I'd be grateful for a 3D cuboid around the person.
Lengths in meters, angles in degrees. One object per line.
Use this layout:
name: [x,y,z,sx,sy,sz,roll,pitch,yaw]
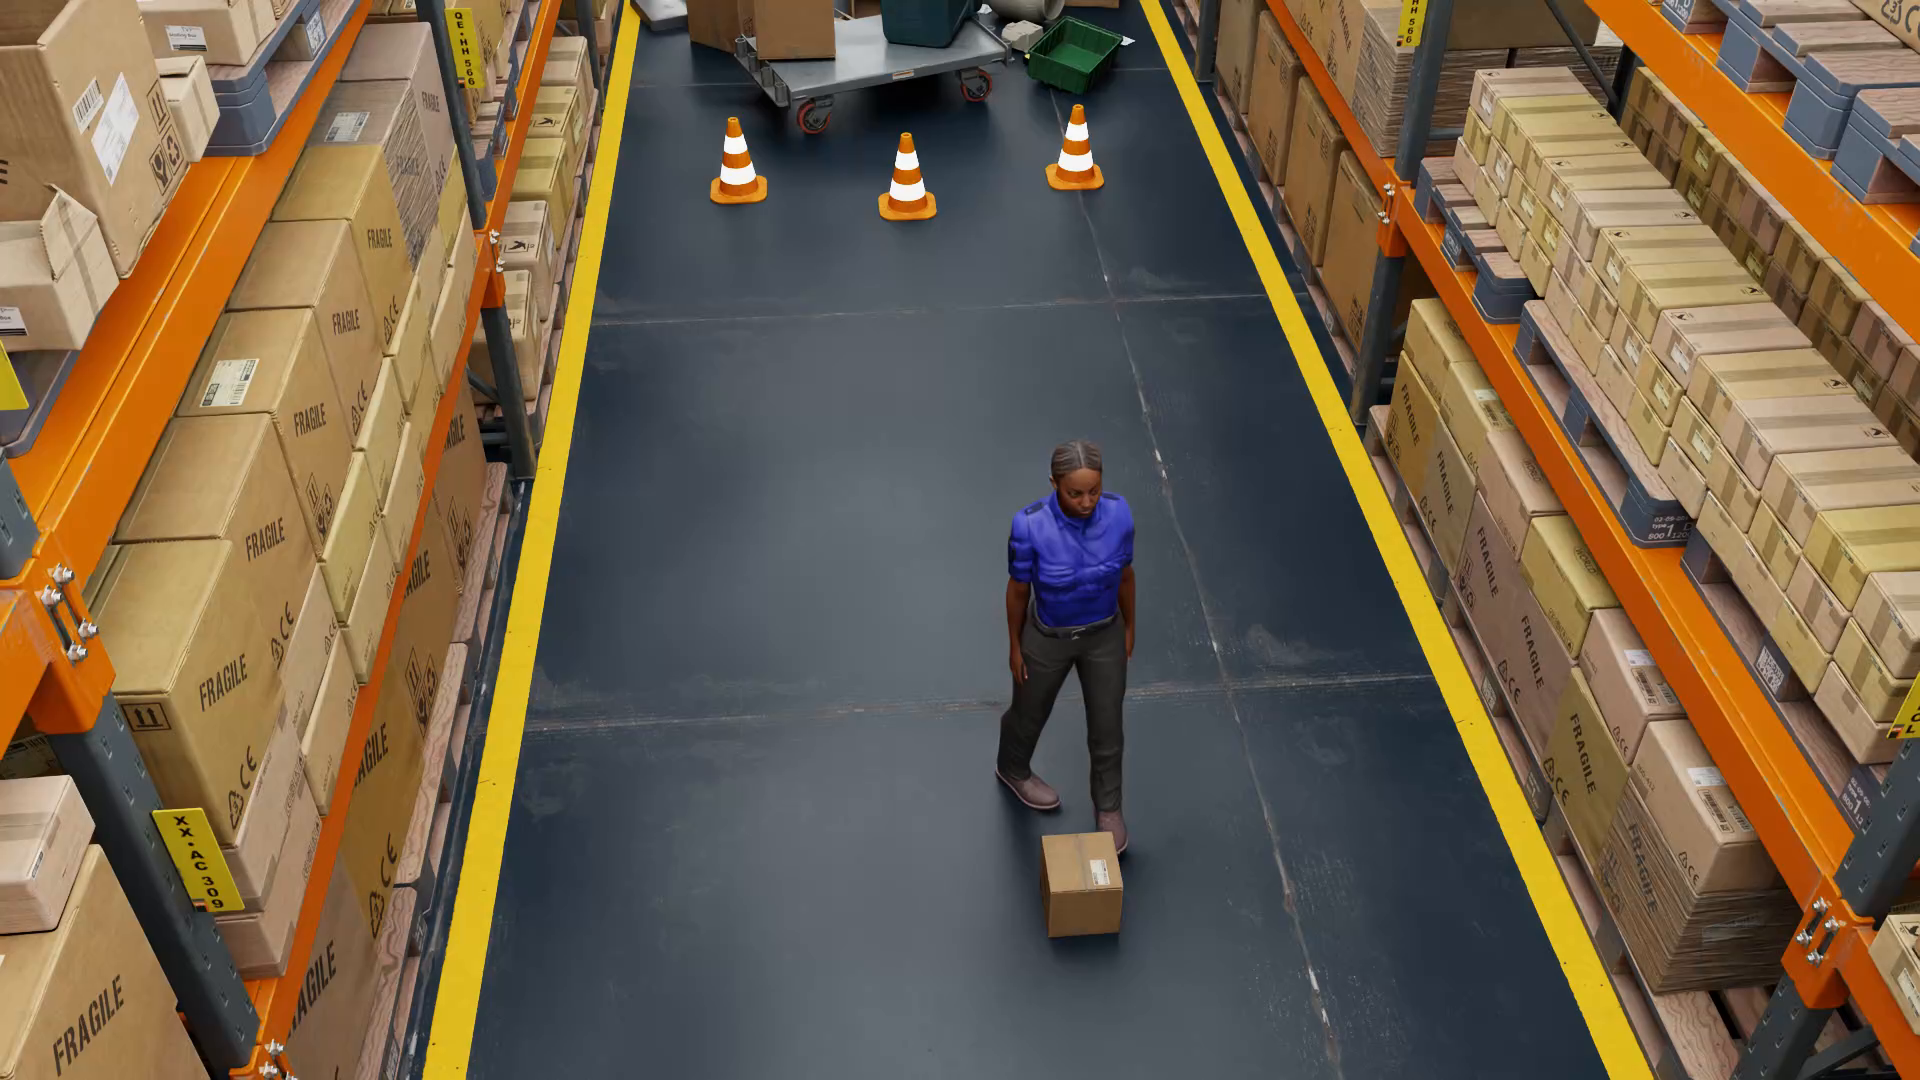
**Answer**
person: [0.404,0.379,5.699,0.460,1.669,0.552,-9,40,-11]
